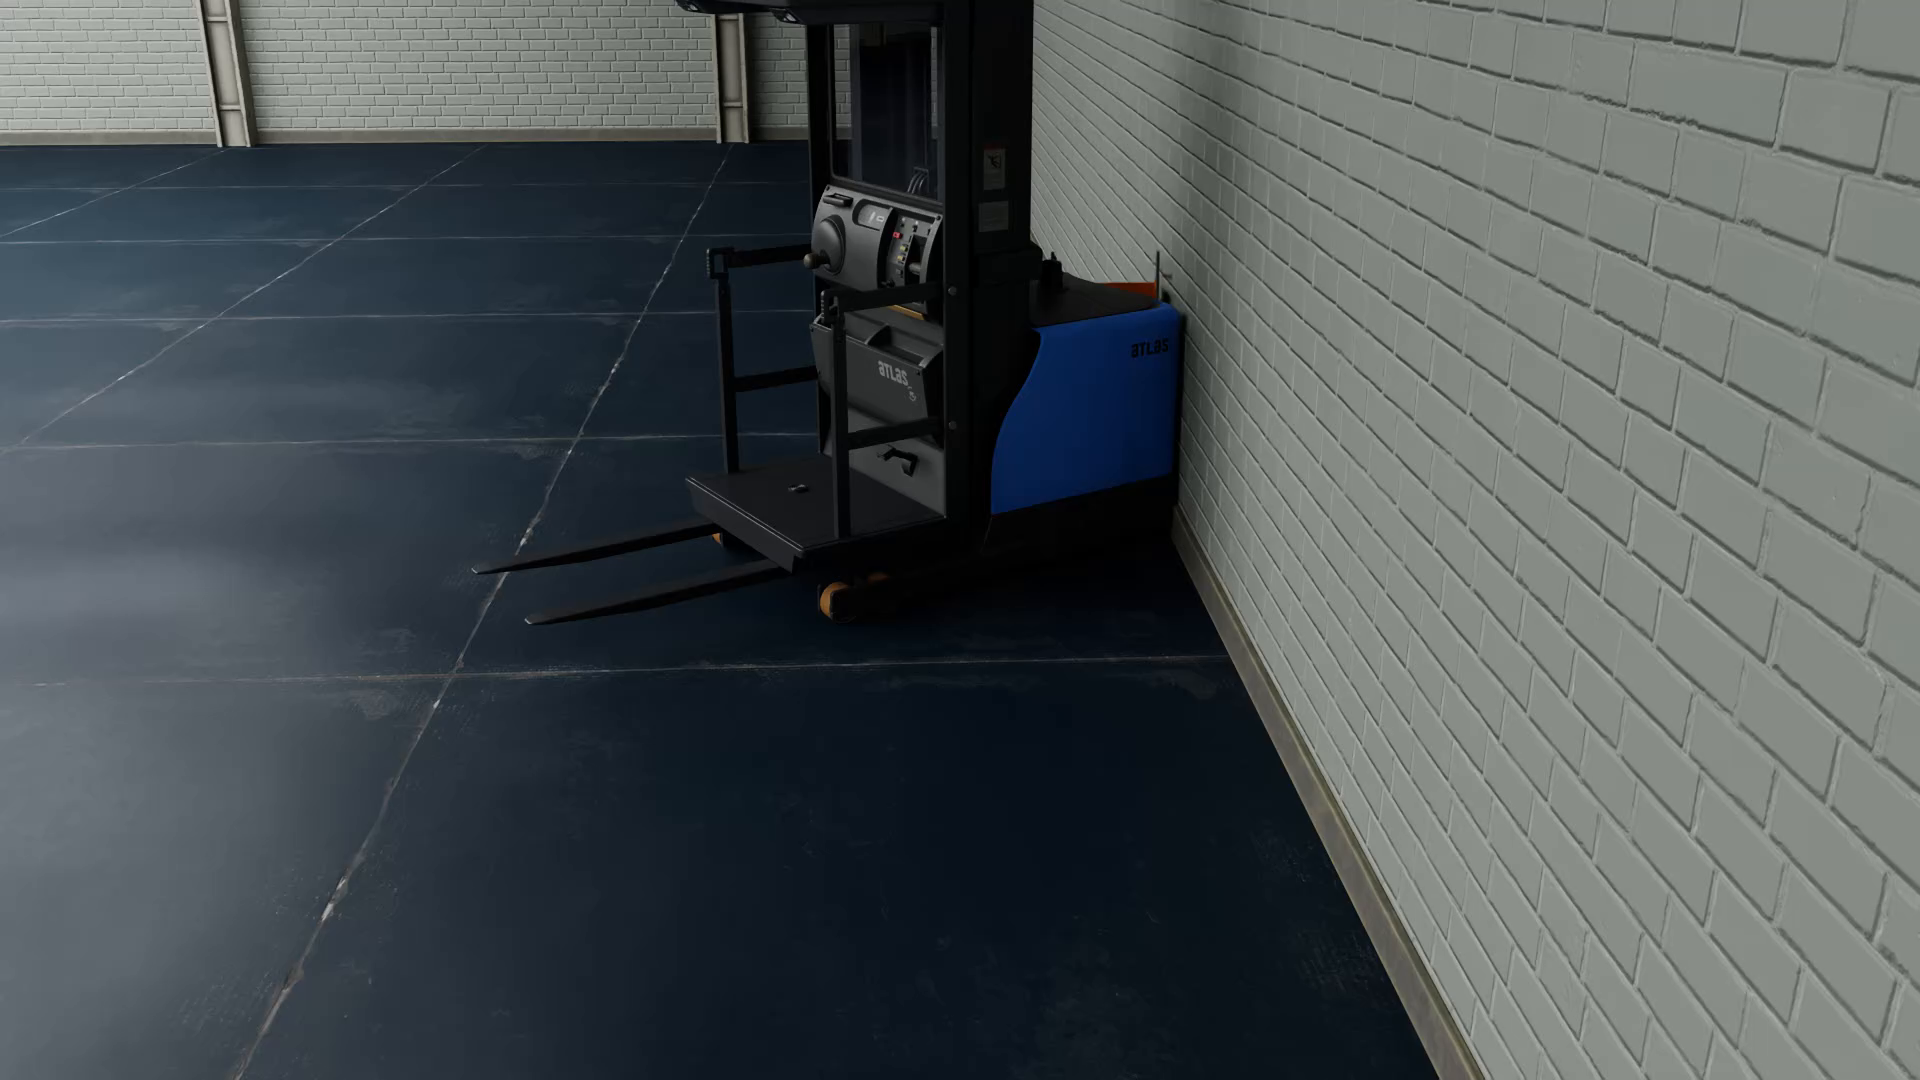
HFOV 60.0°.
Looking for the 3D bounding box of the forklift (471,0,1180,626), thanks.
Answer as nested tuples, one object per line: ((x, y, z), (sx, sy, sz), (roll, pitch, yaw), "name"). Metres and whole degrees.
((-0.523, -1.246, 6.774), (3.031, 2.935, 1.130), (-13, 25, -31), "forklift")

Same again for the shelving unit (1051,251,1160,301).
((0.681, -0.748, 7.876), (0.503, 1.200, 0.258), (1, 4, 5), "shelving unit")

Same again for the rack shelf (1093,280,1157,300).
((0.684, -1.141, 7.852), (0.480, 0.148, 0.258), (1, 4, 5), "rack shelf")

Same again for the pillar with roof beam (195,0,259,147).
((-8.540, -7.486, 14.637), (0.400, 9.000, 9.100), (-1, 21, -3), "pillar with roof beam")

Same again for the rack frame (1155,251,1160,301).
((0.924, -0.745, 7.853), (0.015, 1.200, 0.240), (1, 4, 5), "rack frame")

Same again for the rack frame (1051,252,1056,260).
((0.438, -0.751, 7.899), (0.015, 1.200, 0.240), (1, 4, 5), "rack frame")

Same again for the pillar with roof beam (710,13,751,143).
((-2.550, -7.608, 14.957), (0.400, 9.000, 9.100), (-1, 21, -3), "pillar with roof beam")
